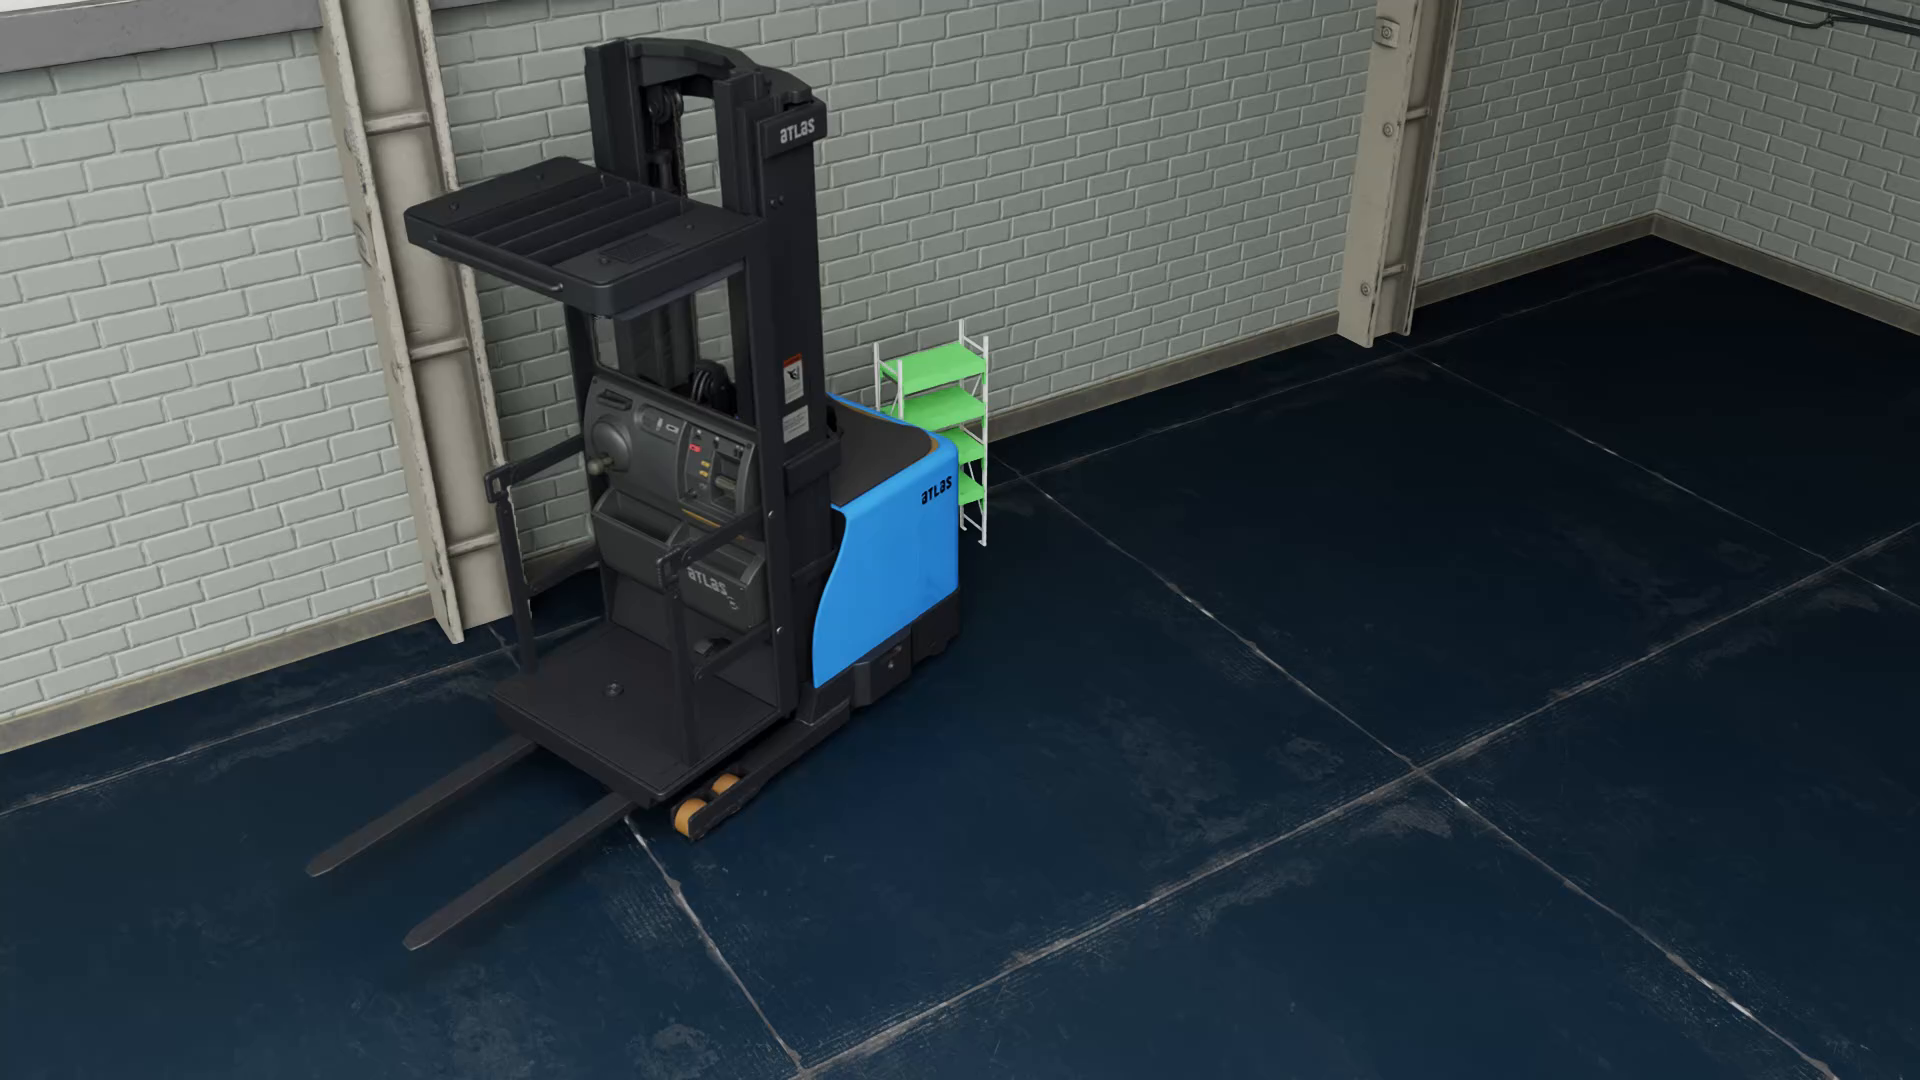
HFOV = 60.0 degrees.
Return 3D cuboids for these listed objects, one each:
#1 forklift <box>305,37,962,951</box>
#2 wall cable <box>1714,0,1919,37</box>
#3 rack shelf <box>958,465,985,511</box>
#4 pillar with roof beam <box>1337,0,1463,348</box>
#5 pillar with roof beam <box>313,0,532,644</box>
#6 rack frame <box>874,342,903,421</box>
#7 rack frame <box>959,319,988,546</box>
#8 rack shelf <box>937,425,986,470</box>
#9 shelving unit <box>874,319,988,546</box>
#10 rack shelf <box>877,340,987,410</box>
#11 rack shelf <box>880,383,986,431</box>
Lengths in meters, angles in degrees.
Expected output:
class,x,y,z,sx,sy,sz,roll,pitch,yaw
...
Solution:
class,x,y,z,sx,sy,sz,roll,pitch,yaw
forklift,-1.299,-0.316,6.504,1.130,2.935,3.031,23,39,32
wall cable,5.895,-4.112,9.744,0.112,2.526,3.097,-19,37,-27
rack shelf,-0.139,-0.203,8.516,0.480,0.148,0.258,-19,37,-27
pillar with roof beam,5.034,-3.236,5.445,0.400,9.000,9.100,-19,37,-27
pillar with roof beam,-0.009,-1.501,2.696,0.400,9.000,9.100,-19,37,-27
rack frame,-0.344,-0.389,8.242,0.015,1.200,0.240,-19,37,-27
rack frame,0.066,-0.530,8.466,0.015,1.200,0.240,-19,37,-27
rack shelf,-0.139,-0.406,8.388,0.480,0.148,0.258,-19,37,-27
shelving unit,-0.139,-0.460,8.354,0.503,1.200,0.258,-19,37,-27
rack shelf,-0.139,-0.812,8.132,0.480,0.148,0.258,-19,37,-27
rack shelf,-0.139,-0.609,8.260,0.480,0.148,0.258,-19,37,-27
